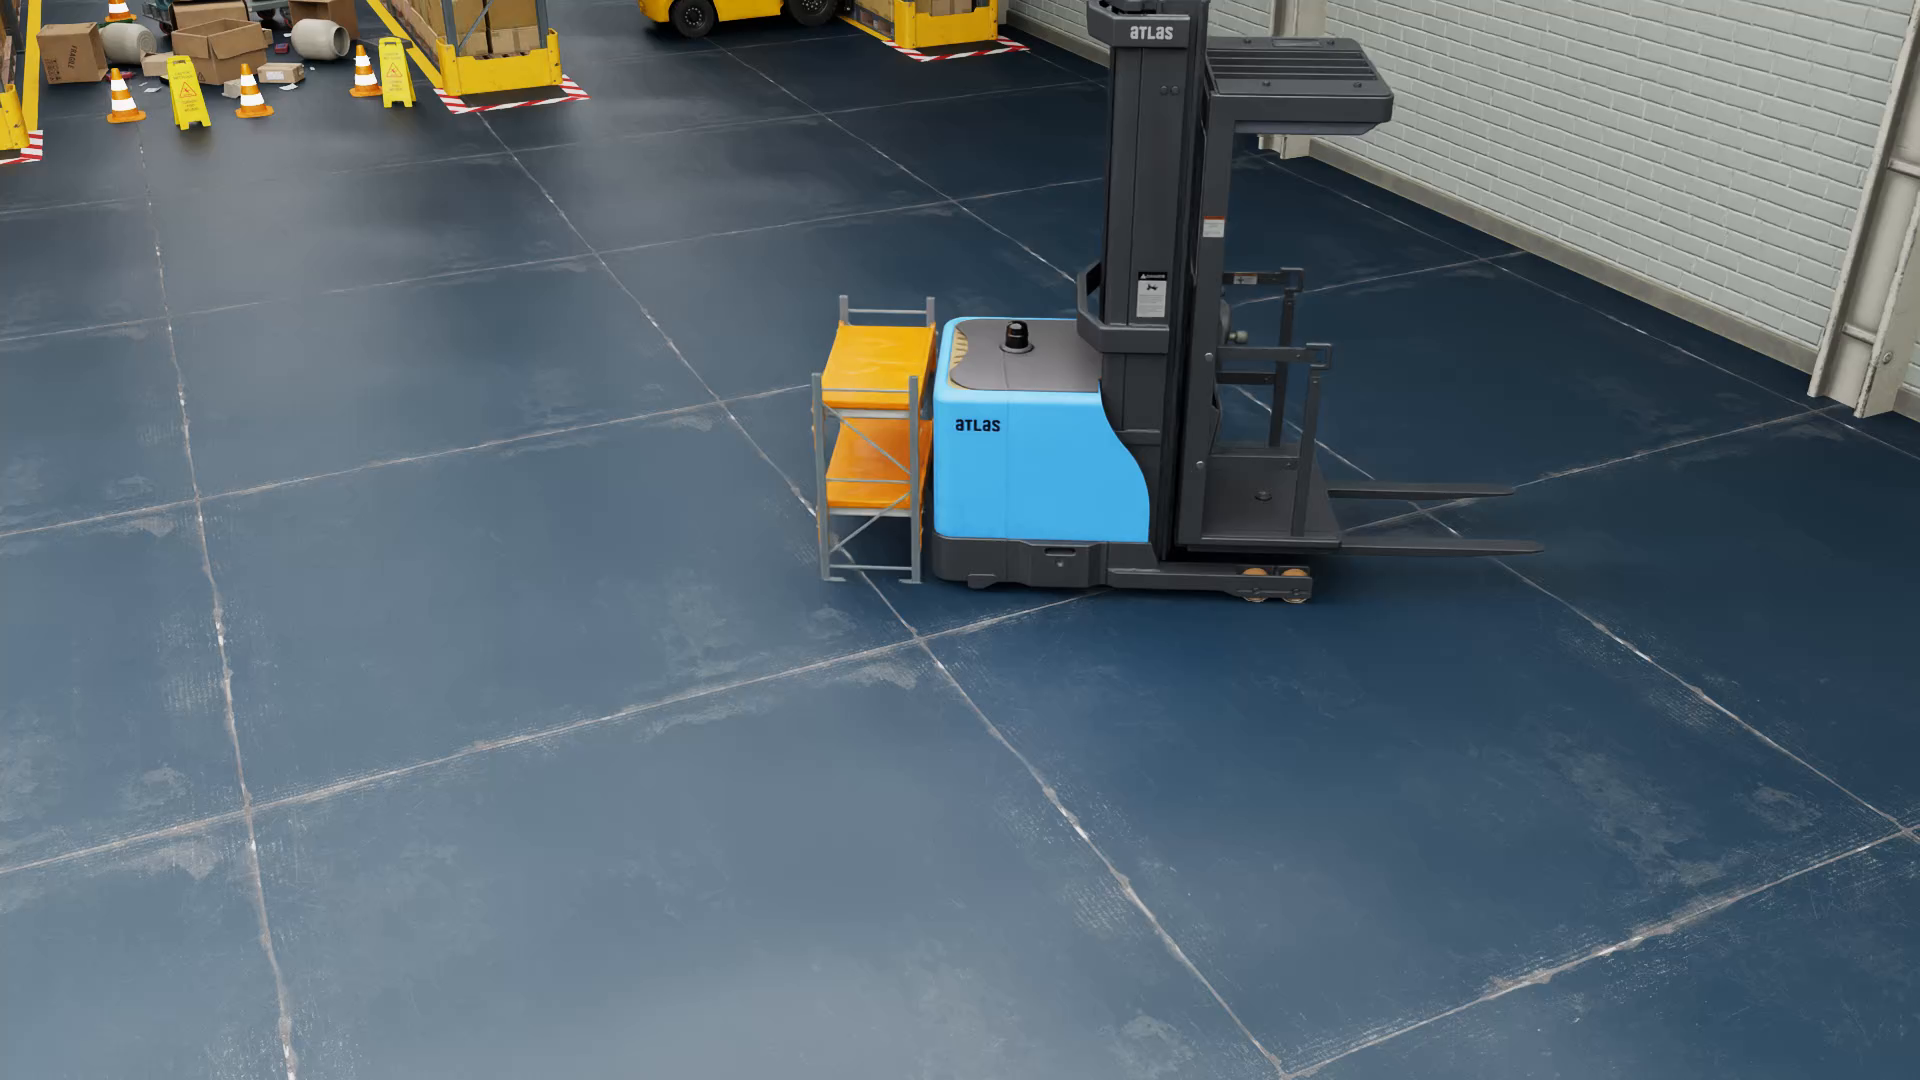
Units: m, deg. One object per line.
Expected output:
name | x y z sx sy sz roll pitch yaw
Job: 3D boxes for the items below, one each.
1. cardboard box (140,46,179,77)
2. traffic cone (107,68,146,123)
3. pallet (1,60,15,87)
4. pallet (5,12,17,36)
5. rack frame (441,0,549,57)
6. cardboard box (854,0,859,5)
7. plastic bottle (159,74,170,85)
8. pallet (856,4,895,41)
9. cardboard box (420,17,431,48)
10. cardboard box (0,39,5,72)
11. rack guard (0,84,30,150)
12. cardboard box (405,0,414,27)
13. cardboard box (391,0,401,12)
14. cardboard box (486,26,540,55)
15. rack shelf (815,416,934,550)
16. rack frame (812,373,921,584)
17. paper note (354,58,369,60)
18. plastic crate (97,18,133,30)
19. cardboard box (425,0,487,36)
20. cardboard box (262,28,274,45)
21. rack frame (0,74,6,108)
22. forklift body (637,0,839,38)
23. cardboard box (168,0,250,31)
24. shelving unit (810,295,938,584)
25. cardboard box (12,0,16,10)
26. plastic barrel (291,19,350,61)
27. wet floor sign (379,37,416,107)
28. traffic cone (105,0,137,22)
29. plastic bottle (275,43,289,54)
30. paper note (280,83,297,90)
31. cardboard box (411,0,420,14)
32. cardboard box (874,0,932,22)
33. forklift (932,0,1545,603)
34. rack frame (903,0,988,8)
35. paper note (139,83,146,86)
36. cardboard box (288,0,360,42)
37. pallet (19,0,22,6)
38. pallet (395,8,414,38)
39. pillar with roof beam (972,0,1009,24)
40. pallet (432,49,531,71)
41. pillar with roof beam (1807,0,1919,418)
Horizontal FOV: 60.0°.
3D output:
cardboard box | -8.387 -5.042 17.470 0.396 0.266 0.258 -8 30 -13
traffic cone | -8.016 -4.267 15.885 0.336 0.463 0.334 -13 32 -22
pallet | -10.005 -4.499 16.557 1.003 0.211 1.213 -13 32 -22
pallet | -11.187 -5.716 18.728 1.003 0.211 1.213 -13 32 -22
rack frame | -4.644 -5.924 16.248 1.000 3.000 0.127 -13 32 -22
cardboard box | -1.061 -6.538 19.724 0.500 0.250 0.500 -13 32 -21
plastic bottle | -8.177 -4.760 17.176 0.283 0.061 0.133 26 38 38
pallet | -0.528 -6.081 19.378 1.003 0.211 1.213 -13 32 -22
cardboard box | -5.449 -5.439 17.765 0.500 0.250 0.500 -13 32 -22
cardboard box | -10.191 -5.174 16.653 0.875 0.875 0.875 -13 32 -22
rack guard | -9.061 -3.739 14.907 1.175 0.500 0.348 -13 32 -22
cardboard box | -5.882 -5.890 18.570 0.500 0.250 0.500 -14 32 -23
cardboard box | -6.351 -6.358 19.403 0.500 0.250 0.500 -15 32 -24
cardboard box | -4.740 -5.323 17.557 0.500 0.250 0.500 -13 32 -22
rack shelf | -0.415 -0.320 8.671 0.538 0.278 1.000 2 29 3
rack frame | -0.447 -0.286 8.109 0.500 1.125 0.032 2 29 3
paper note | -6.489 -5.235 18.054 0.148 0.019 0.142 26 38 38
plastic crate | -9.530 -5.604 18.493 0.450 0.188 0.662 -7 28 9
cardboard box | -5.223 -5.534 17.168 0.500 0.500 0.500 -13 32 -22
cardboard box | -7.950 -5.688 18.622 0.396 0.266 0.258 13 32 21
rack frame | -9.071 -4.840 14.315 1.000 3.000 0.127 -13 32 -22
forklift body | -2.624 -7.053 19.128 2.313 2.155 1.214 -13 32 -22
cardboard box | -8.093 -5.550 17.995 0.797 0.637 0.503 -13 32 -22
shelving unit | -0.415 -0.534 8.551 0.538 1.125 1.048 2 29 3
cardboard box | -11.547 -6.491 19.130 1.050 0.750 0.750 -13 32 -22
plastic barrel | -6.898 -5.395 17.938 0.512 0.421 0.421 7 30 13
wet floor sign | -5.528 -4.589 16.274 0.267 0.644 0.232 -3 29 -5
traffic cone | -10.000 -6.410 19.708 0.336 0.463 0.334 -13 32 -22
plastic bottle | -7.501 -5.446 18.399 0.133 0.061 0.283 -8 30 -13
paper note | -6.847 -4.629 16.974 0.142 0.019 0.148 26 38 38
cardboard box | -5.661 -5.989 17.978 0.500 0.500 0.500 -14 32 -23
cardboard box | -0.649 -6.093 18.931 0.500 0.250 0.500 -13 32 -22
forklift | 1.394 -1.235 7.955 3.031 2.935 1.130 1 29 3
rack frame | -0.162 -6.968 18.110 1.000 3.000 0.127 -13 32 -22
paper note | -8.398 -4.690 17.103 0.032 0.001 0.123 2 29 4
cardboard box | -7.130 -5.843 18.656 0.500 0.500 0.500 7 30 13
pallet | -12.235 -6.794 20.650 1.003 0.211 1.213 -13 32 -22
pallet | -6.041 -6.186 19.565 1.003 0.211 1.213 -13 32 -22
pillar with roof beam | -3.535 -9.178 15.916 9.100 9.000 0.400 -13 32 -22
pallet | -4.993 -5.108 17.643 1.003 0.211 1.213 -13 32 -22
pillar with roof beam | 1.616 -3.877 6.463 9.100 9.000 0.400 -13 32 -22
